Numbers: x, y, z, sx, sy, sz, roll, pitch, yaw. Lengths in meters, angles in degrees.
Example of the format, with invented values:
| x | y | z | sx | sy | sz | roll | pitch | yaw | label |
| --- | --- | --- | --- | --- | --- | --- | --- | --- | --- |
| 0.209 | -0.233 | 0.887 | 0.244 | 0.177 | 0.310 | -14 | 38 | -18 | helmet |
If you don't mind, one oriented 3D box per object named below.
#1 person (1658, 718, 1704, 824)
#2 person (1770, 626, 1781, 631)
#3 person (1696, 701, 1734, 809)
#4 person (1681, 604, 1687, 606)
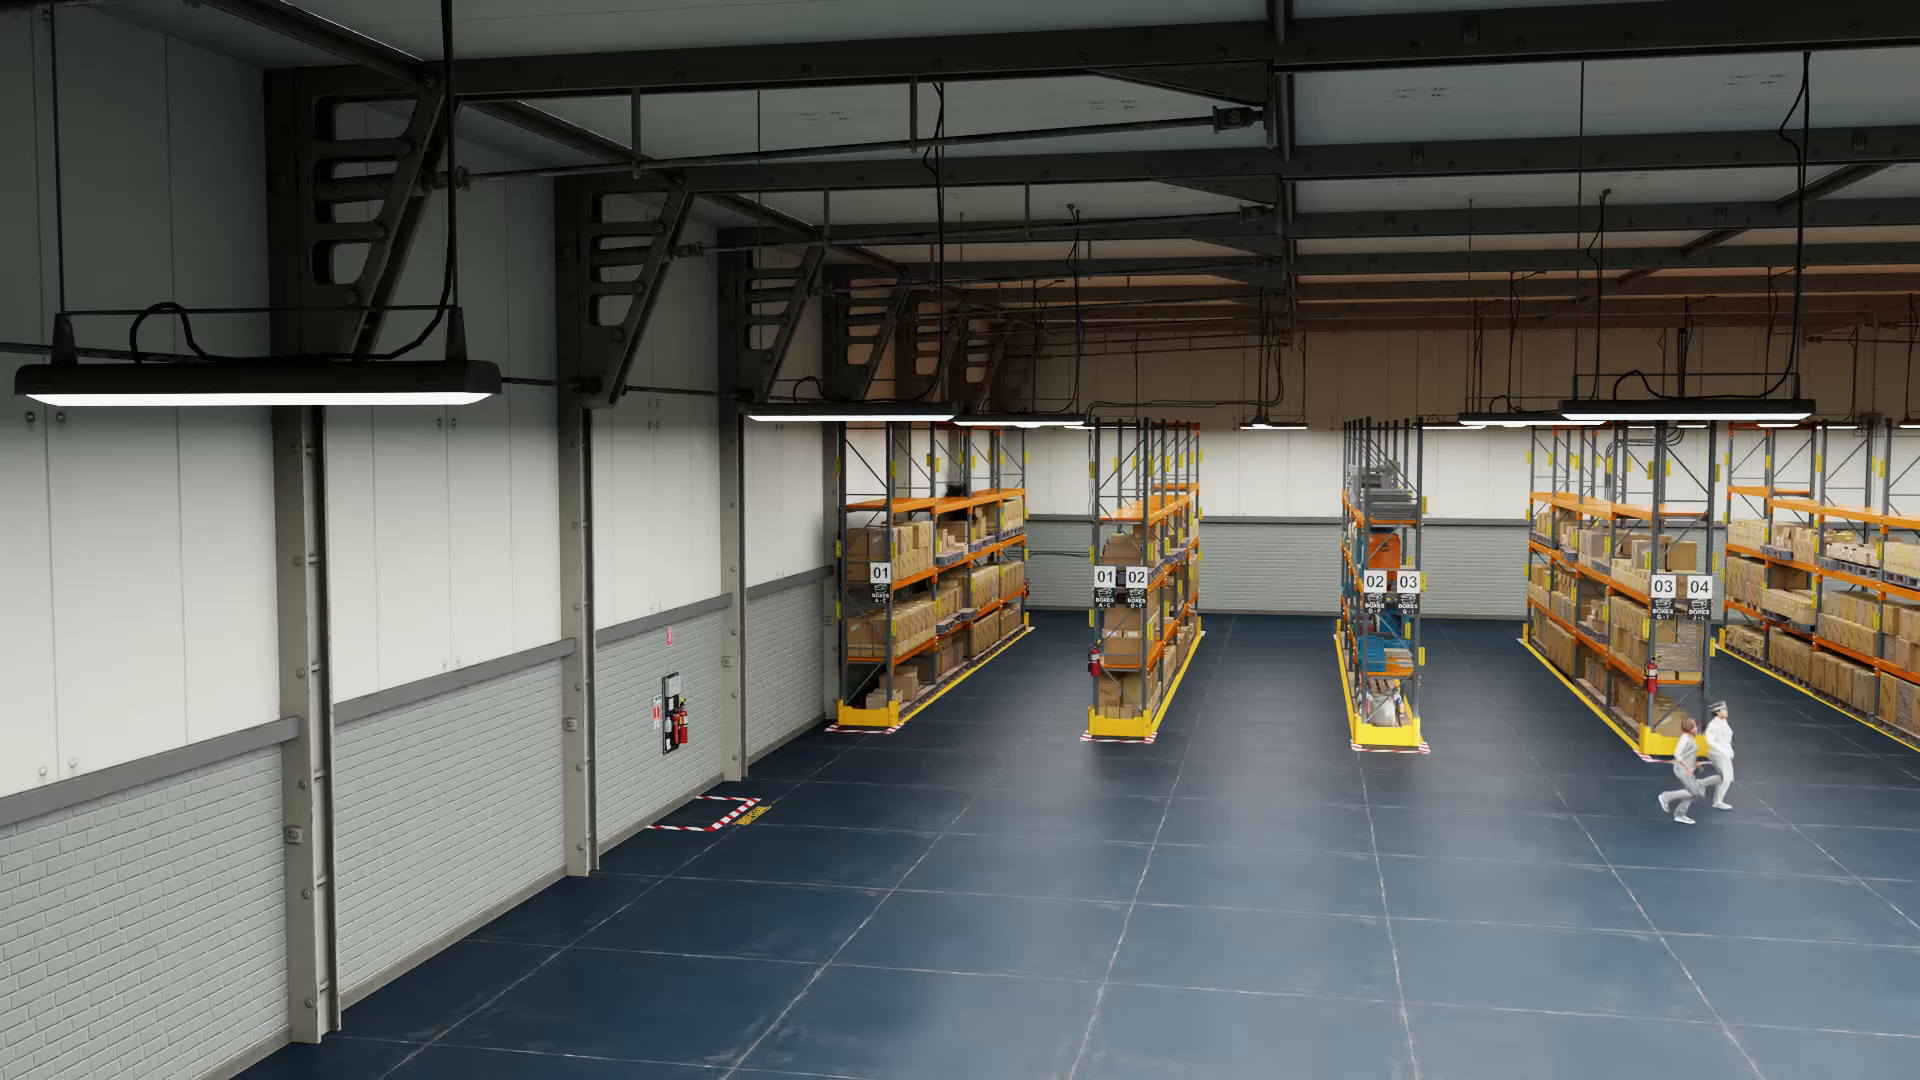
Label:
| x | y | z | sx | sy | sz | roll | pitch | yaw | label |
| --- | --- | --- | --- | --- | --- | --- | --- | --- | --- |
| 10.577 | 3.376 | 24.376 | 0.577 | 1.547 | 0.521 | 2 | 4 | 33 | person |
| 21.888 | 1.991 | 44.812 | 0.690 | 1.649 | 0.540 | -1 | 4 | -19 | person |
| 11.509 | 3.248 | 25.321 | 0.565 | 1.643 | 0.667 | 3 | 5 | 43 | person |
| 19.242 | 1.926 | 44.719 | 0.872 | 1.772 | 0.707 | -2 | 4 | -28 | person |
